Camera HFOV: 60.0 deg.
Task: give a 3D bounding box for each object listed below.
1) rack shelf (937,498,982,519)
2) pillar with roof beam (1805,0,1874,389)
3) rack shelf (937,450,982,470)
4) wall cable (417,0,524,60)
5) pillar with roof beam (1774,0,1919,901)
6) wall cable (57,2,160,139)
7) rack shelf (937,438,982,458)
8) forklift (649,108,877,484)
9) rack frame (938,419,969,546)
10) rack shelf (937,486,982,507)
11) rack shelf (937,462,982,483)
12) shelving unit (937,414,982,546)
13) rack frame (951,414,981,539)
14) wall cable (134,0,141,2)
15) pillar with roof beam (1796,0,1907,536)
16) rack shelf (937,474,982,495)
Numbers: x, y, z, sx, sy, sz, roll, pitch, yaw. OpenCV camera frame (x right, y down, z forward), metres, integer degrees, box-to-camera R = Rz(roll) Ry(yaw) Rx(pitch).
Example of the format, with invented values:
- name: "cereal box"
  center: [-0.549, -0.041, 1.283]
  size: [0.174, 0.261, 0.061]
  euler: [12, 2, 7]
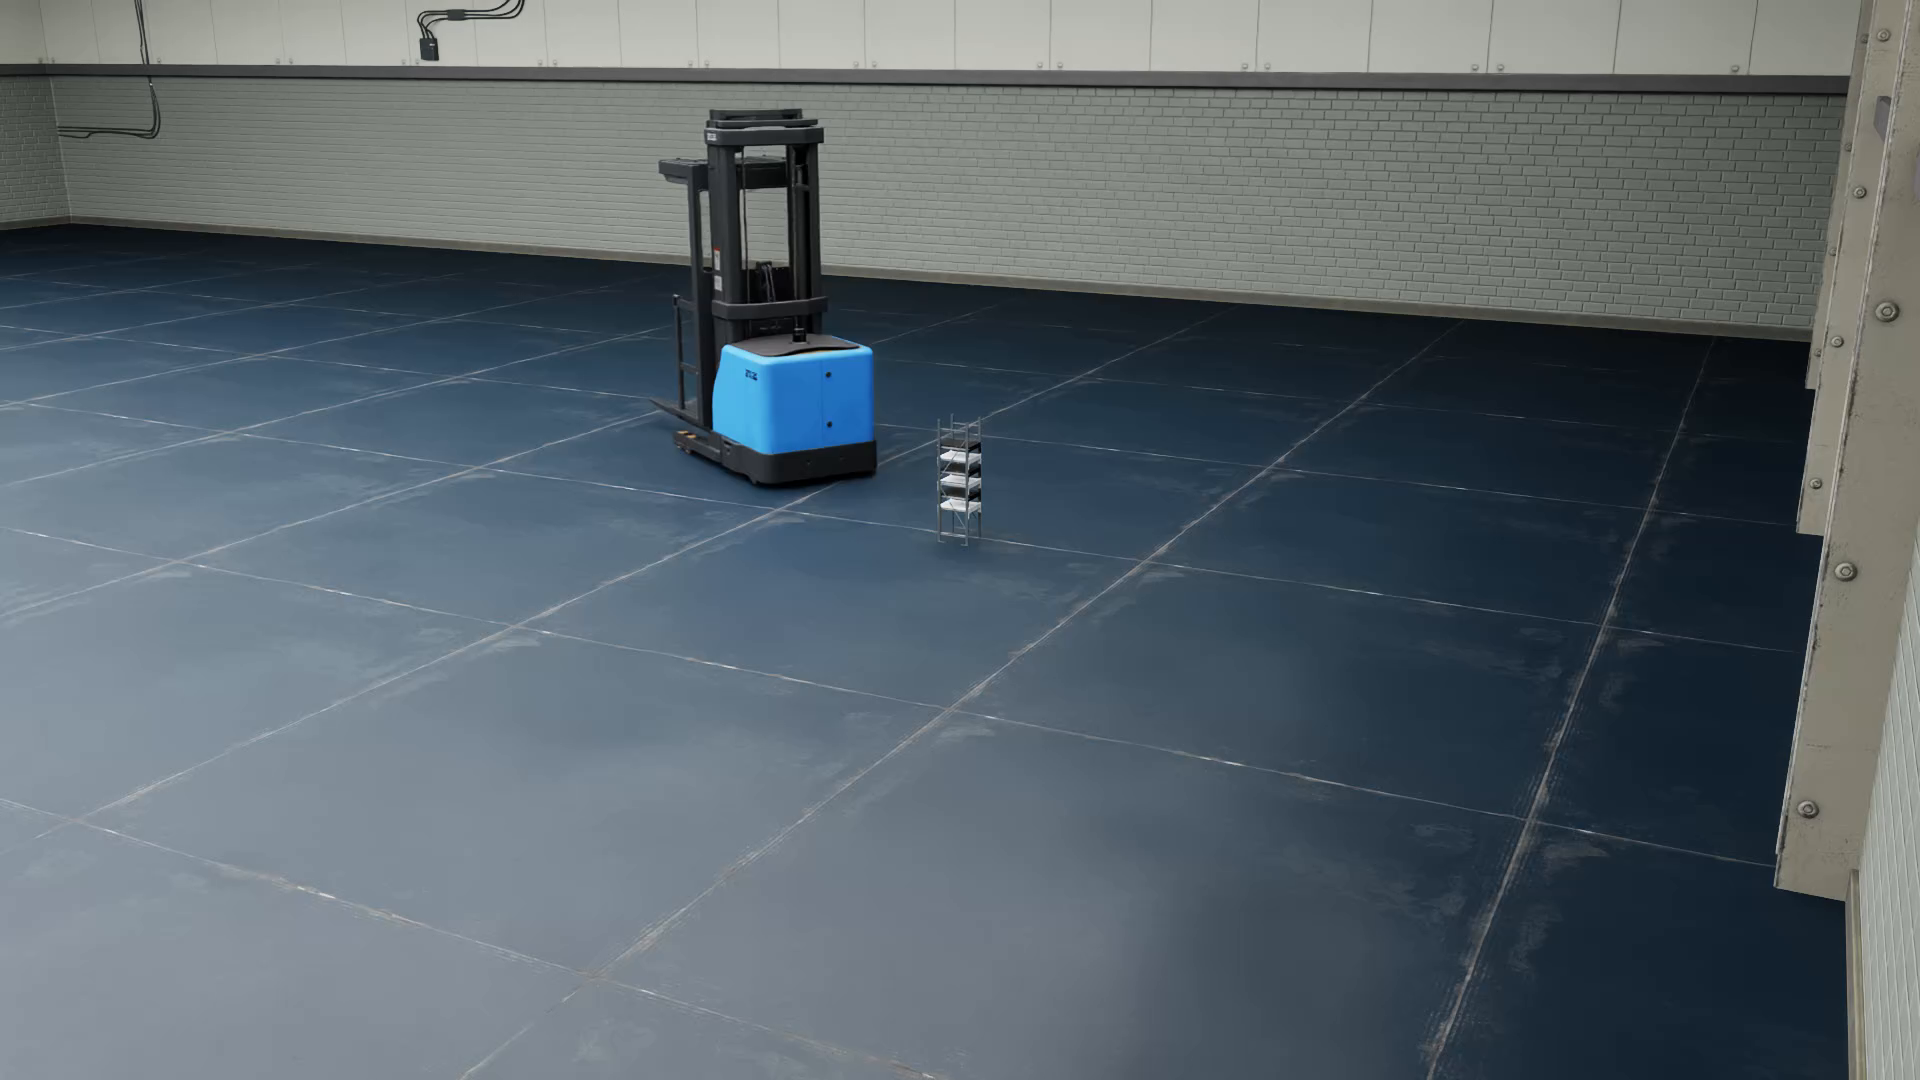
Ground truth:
- name: "rack shelf"
  center: [-0.004, -0.225, 11.950]
  size: [0.258, 0.077, 0.200]
  euler: [8, 18, 25]
- name: "pillar with roof beam"
  center: [5.192, -6.474, 18.017]
  size: [9.100, 9.000, 0.400]
  euler: [8, 18, 25]
- name: "rack shelf"
  center: [-0.004, -0.570, 11.848]
  size: [0.258, 0.077, 0.200]
  euler: [8, 18, 25]
- name: "wall cable"
  center: [-8.152, -10.935, 27.062]
  size: [2.305, 6.003, 0.169]
  euler: [8, 18, 25]
- name: "pillar with roof beam"
  center: [-0.170, -3.418, 7.726]
  size: [9.100, 9.000, 0.400]
  euler: [8, 18, 25]
- name: "wall cable"
  center: [-16.638, -9.028, 32.068]
  size: [3.097, 2.526, 0.112]
  euler: [8, 18, 25]
- name: "rack shelf"
  center: [-0.004, -0.656, 11.822]
  size: [0.258, 0.077, 0.200]
  euler: [8, 18, 25]
- name: "forklift"
  center: [-1.885, -2.221, 14.355]
  size: [1.130, 2.935, 3.031]
  euler: [-10, 19, -30]
- name: "rack frame"
  center: [-0.049, -0.403, 11.802]
  size: [0.240, 0.900, 0.006]
  euler: [8, 18, 25]
- name: "rack shelf"
  center: [-0.004, -0.311, 11.924]
  size: [0.258, 0.077, 0.200]
  euler: [8, 18, 25]
- name: "rack shelf"
  center: [-0.004, -0.484, 11.873]
  size: [0.258, 0.077, 0.200]
  euler: [8, 18, 25]
- name: "shelving unit"
  center: [-0.004, -0.429, 11.889]
  size: [0.258, 0.900, 0.210]
  euler: [8, 18, 25]
- name: "rack frame"
  center: [0.042, -0.455, 11.976]
  size: [0.240, 0.900, 0.006]
  euler: [8, 18, 25]
- name: "wall cable"
  center: [-14.217, -11.105, 30.190]
  size: [3.097, 2.526, 0.112]
  euler: [8, 18, 25]
- name: "pillar with roof beam"
  center: [2.511, -4.946, 12.872]
  size: [9.100, 9.000, 0.400]
  euler: [8, 18, 25]
- name: "rack shelf"
  center: [-0.004, -0.397, 11.899]
  size: [0.258, 0.077, 0.200]
  euler: [8, 18, 25]
